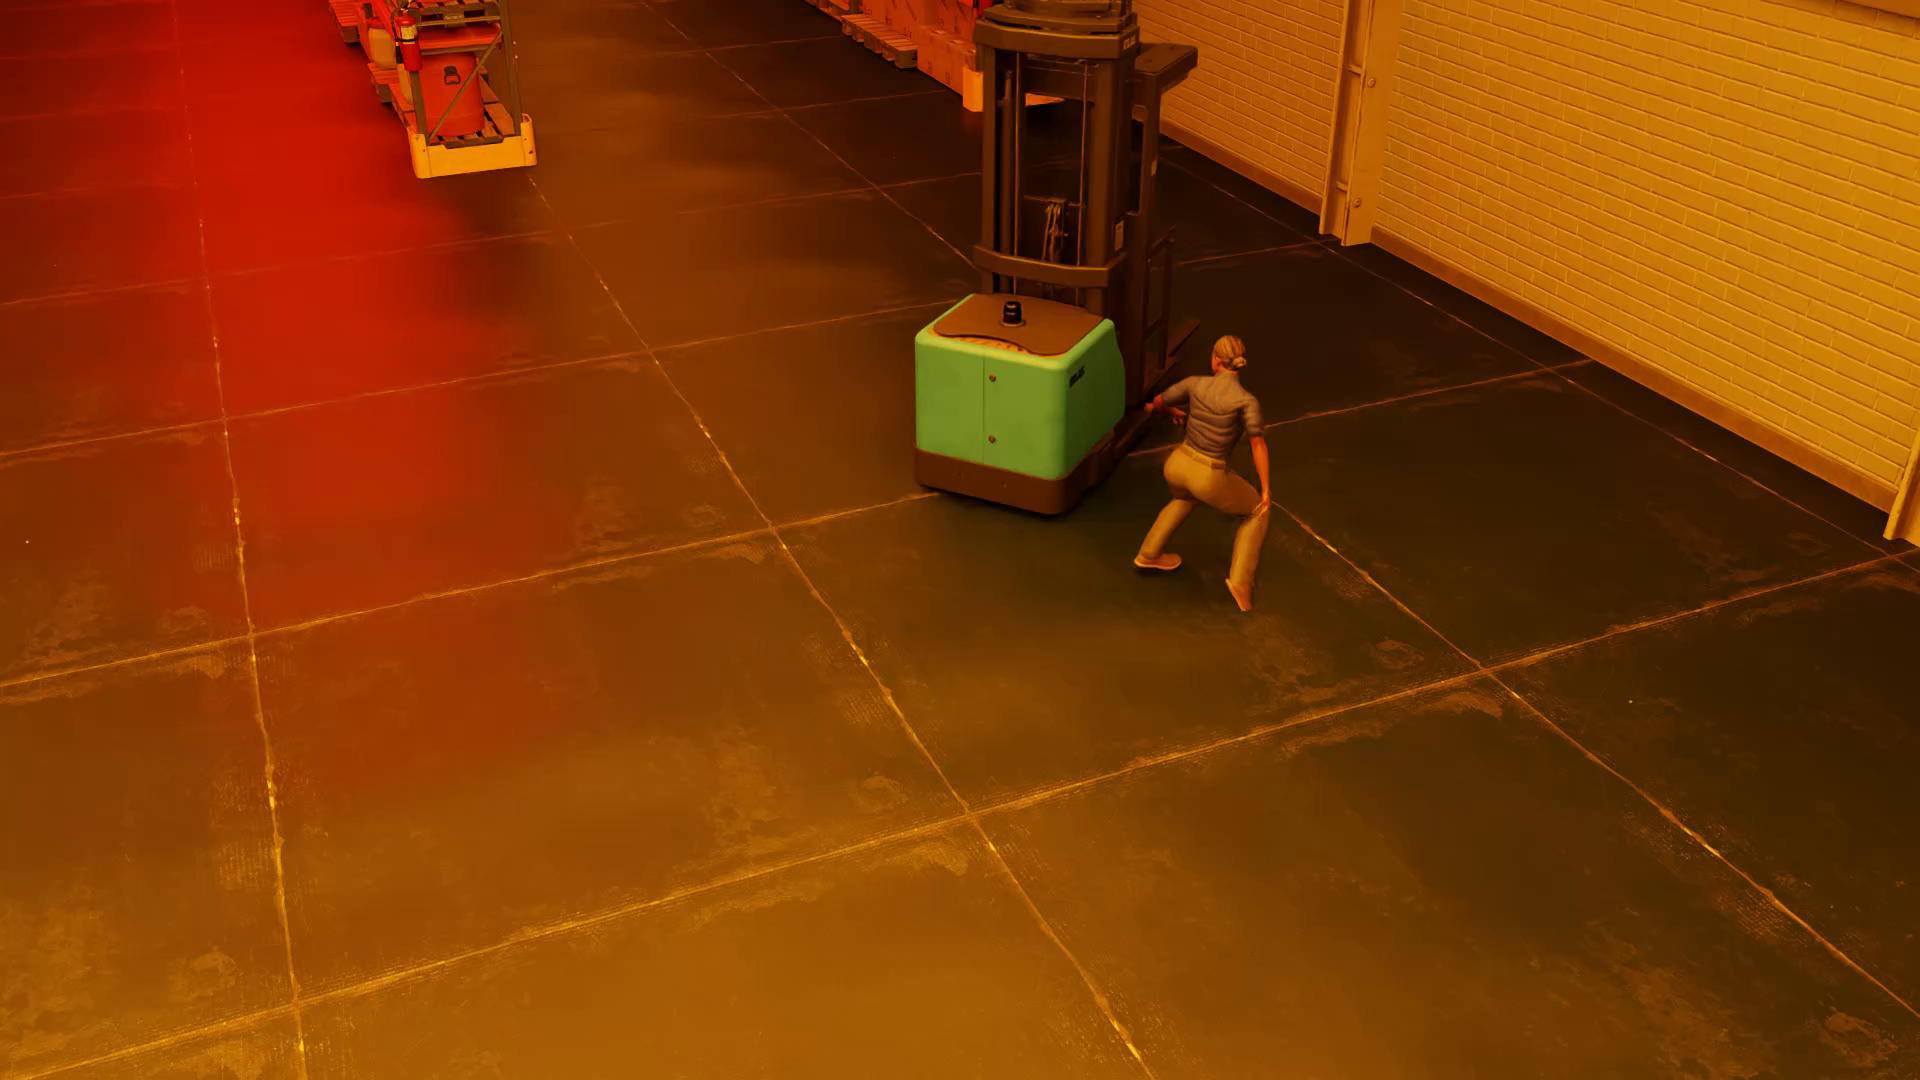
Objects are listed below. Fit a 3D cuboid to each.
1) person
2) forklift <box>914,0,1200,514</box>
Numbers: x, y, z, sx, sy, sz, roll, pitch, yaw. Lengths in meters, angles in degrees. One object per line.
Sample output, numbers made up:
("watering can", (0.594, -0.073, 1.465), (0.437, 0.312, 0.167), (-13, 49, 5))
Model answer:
("person", (1.437, -0.357, 9.287), (0.941, 1.567, 0.517), (25, 38, 37))
("forklift", (0.824, -2.135, 10.854), (1.130, 2.935, 3.031), (14, 33, 23))
